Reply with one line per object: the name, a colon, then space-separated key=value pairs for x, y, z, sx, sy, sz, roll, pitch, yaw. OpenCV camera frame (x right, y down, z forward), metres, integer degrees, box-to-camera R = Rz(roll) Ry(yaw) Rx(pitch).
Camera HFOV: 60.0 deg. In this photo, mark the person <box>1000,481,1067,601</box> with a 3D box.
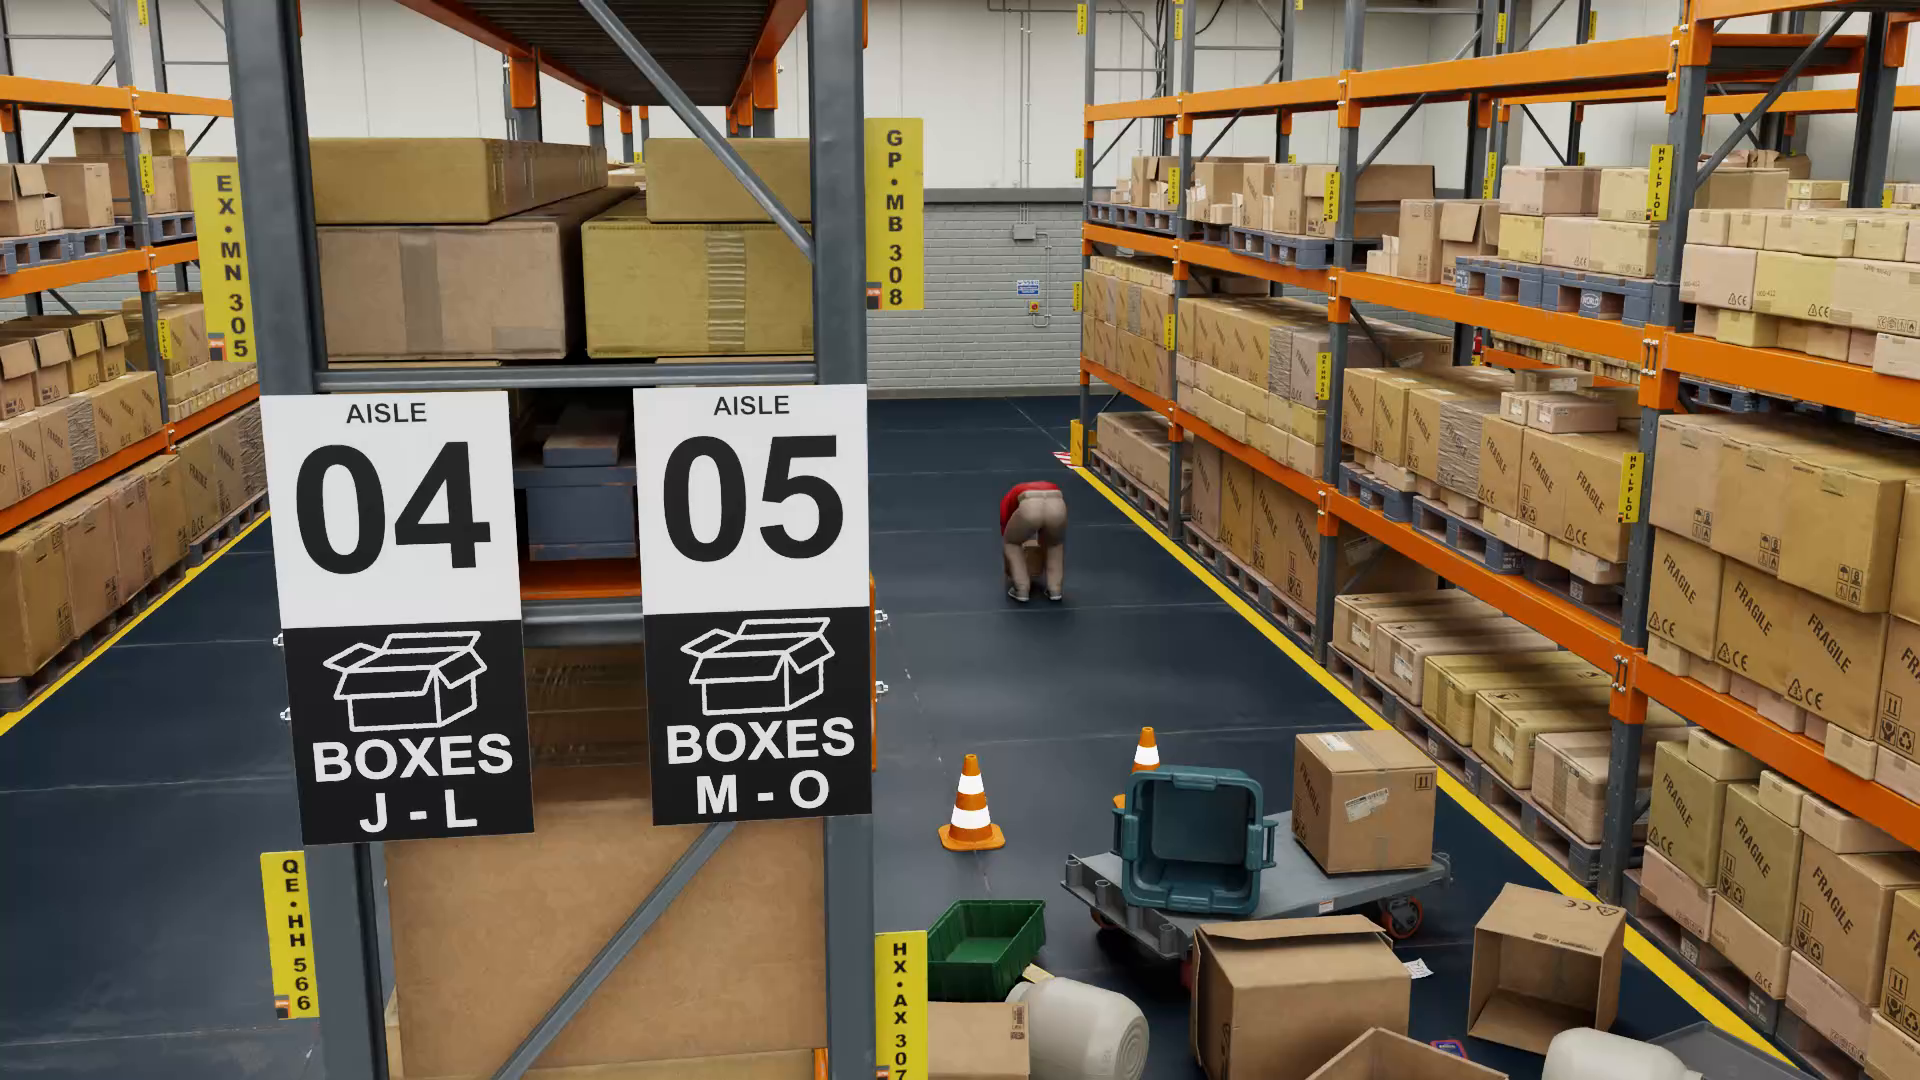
person: x=0.595 y=-0.037 z=13.846 sx=0.530 sy=0.976 sz=0.958 roll=-3 pitch=13 yaw=-11
